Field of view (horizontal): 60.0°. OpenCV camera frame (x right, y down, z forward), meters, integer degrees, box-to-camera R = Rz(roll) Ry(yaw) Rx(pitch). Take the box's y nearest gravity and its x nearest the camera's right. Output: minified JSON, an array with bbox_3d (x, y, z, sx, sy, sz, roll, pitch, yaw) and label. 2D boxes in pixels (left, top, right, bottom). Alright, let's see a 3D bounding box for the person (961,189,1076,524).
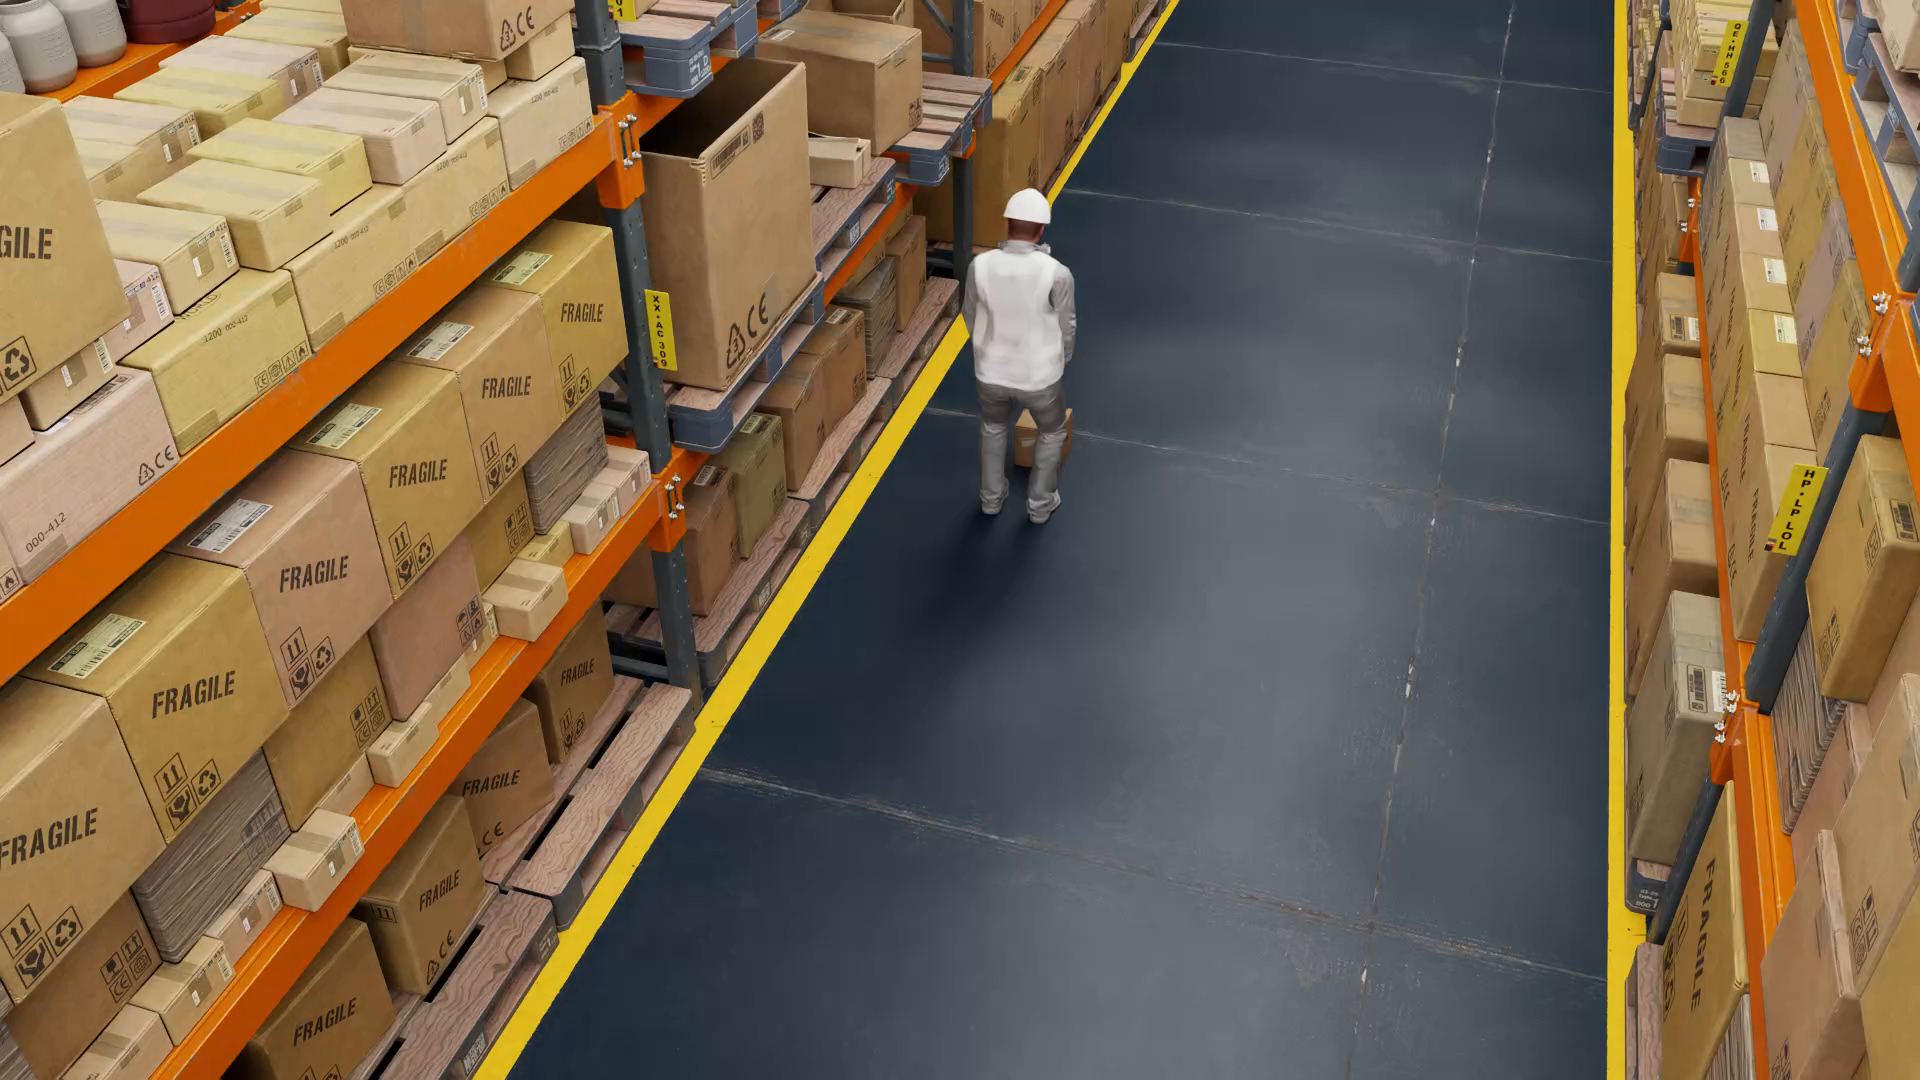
[{"bbox_3d":[0.281,-0.871,8.108,0.567,1.695,0.516,12,38,15],"label":"person"}]
